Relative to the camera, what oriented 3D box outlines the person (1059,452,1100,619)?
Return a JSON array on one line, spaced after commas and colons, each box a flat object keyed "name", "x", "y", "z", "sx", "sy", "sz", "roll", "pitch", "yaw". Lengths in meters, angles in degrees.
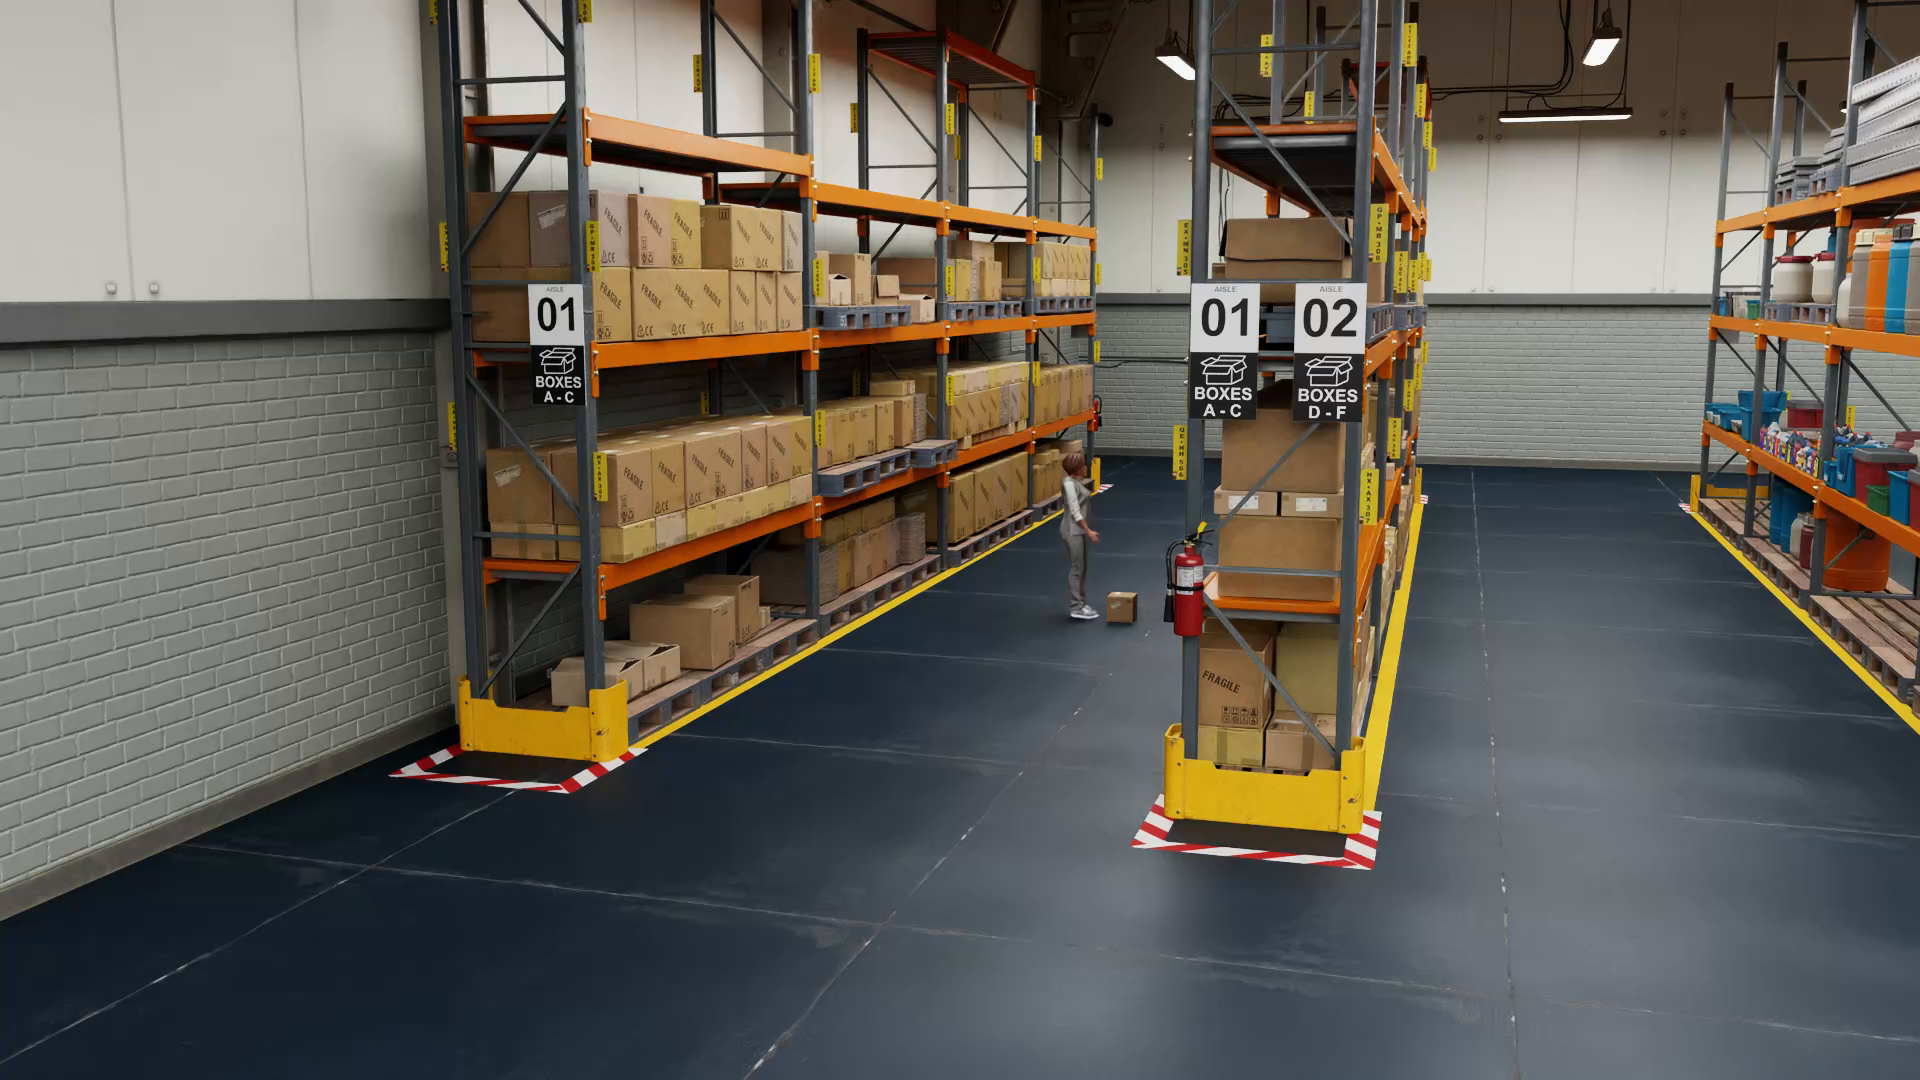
[{"name": "person", "x": 1.167, "y": -0.032, "z": 16.073, "sx": 0.413, "sy": 1.609, "sz": 0.431, "roll": 2, "pitch": 9, "yaw": 13}]
